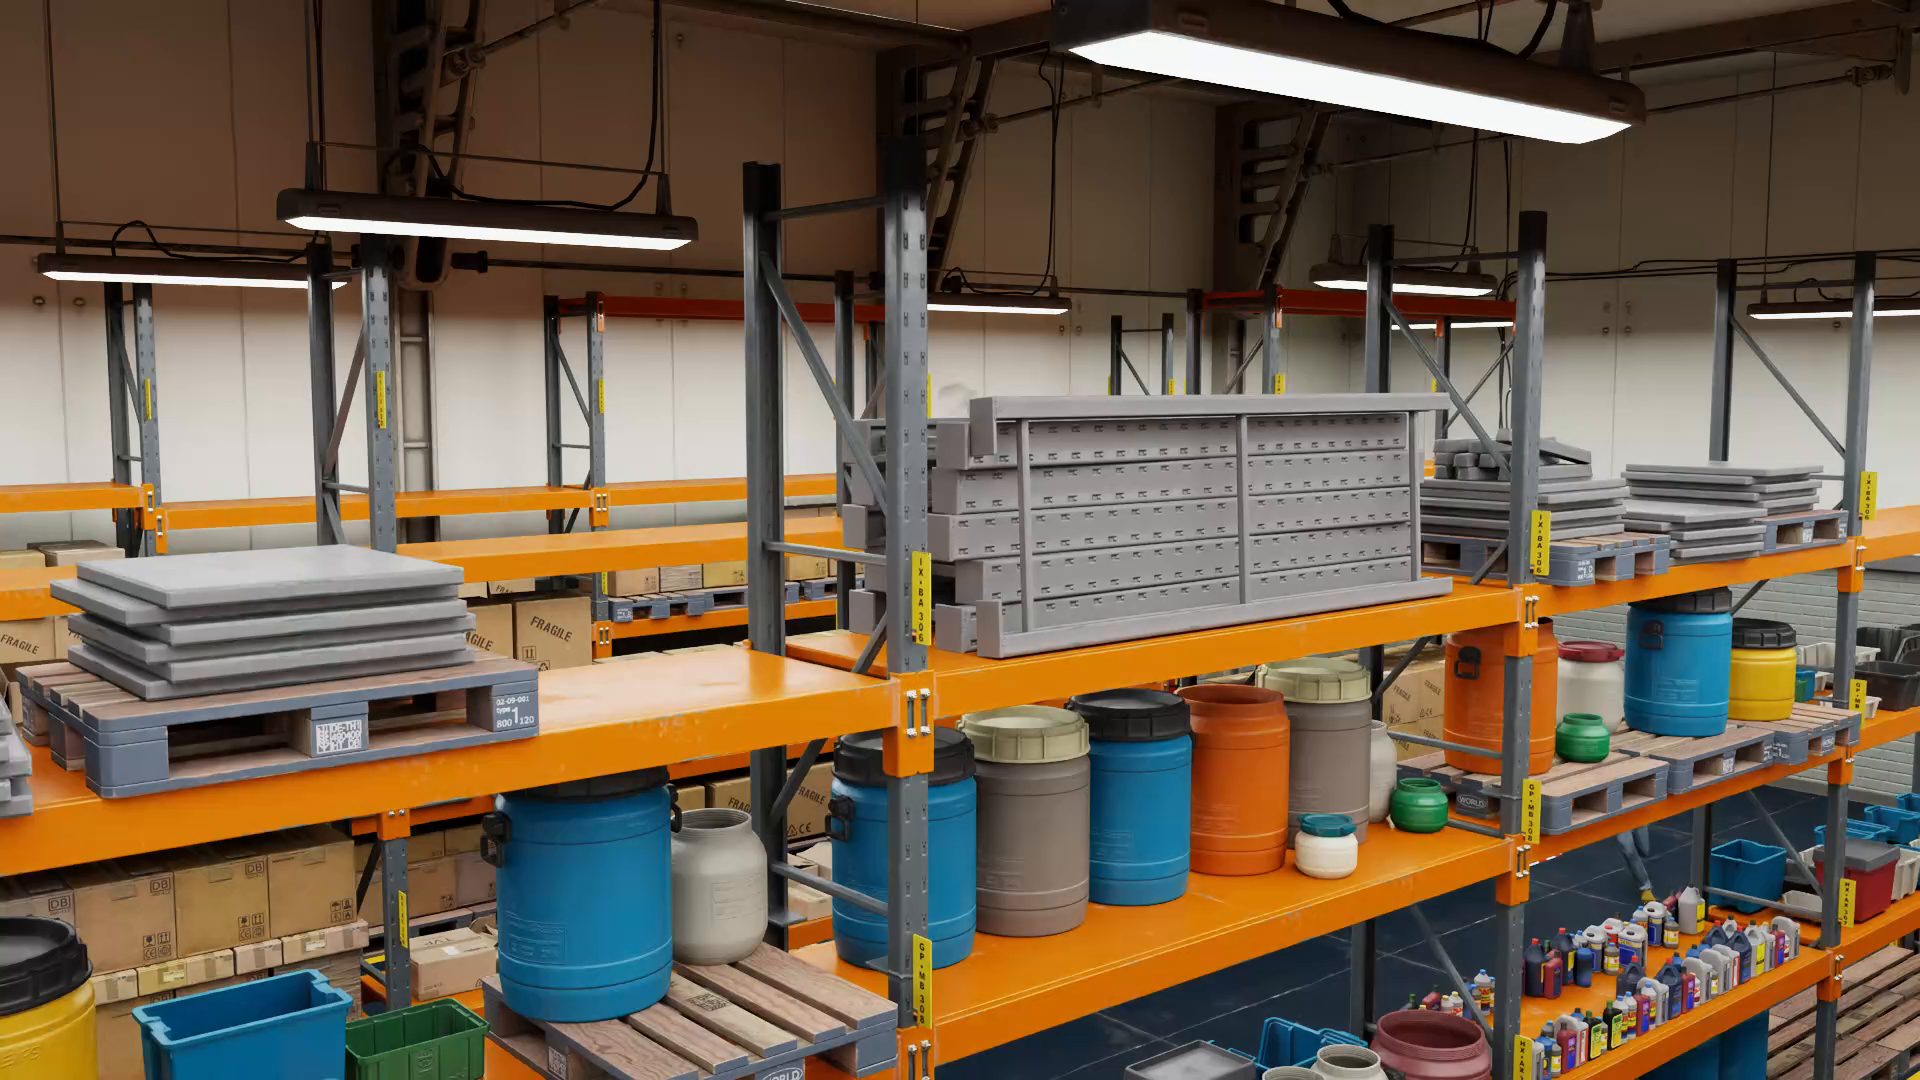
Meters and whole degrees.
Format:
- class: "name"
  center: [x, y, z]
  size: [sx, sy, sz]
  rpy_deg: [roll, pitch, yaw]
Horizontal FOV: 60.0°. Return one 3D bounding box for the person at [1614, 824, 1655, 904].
- class: "person"
  center: [6.618, 2.719, 16.761]
  size: [0.715, 1.700, 0.832]
  rpy_deg: [1, 6, 9]
